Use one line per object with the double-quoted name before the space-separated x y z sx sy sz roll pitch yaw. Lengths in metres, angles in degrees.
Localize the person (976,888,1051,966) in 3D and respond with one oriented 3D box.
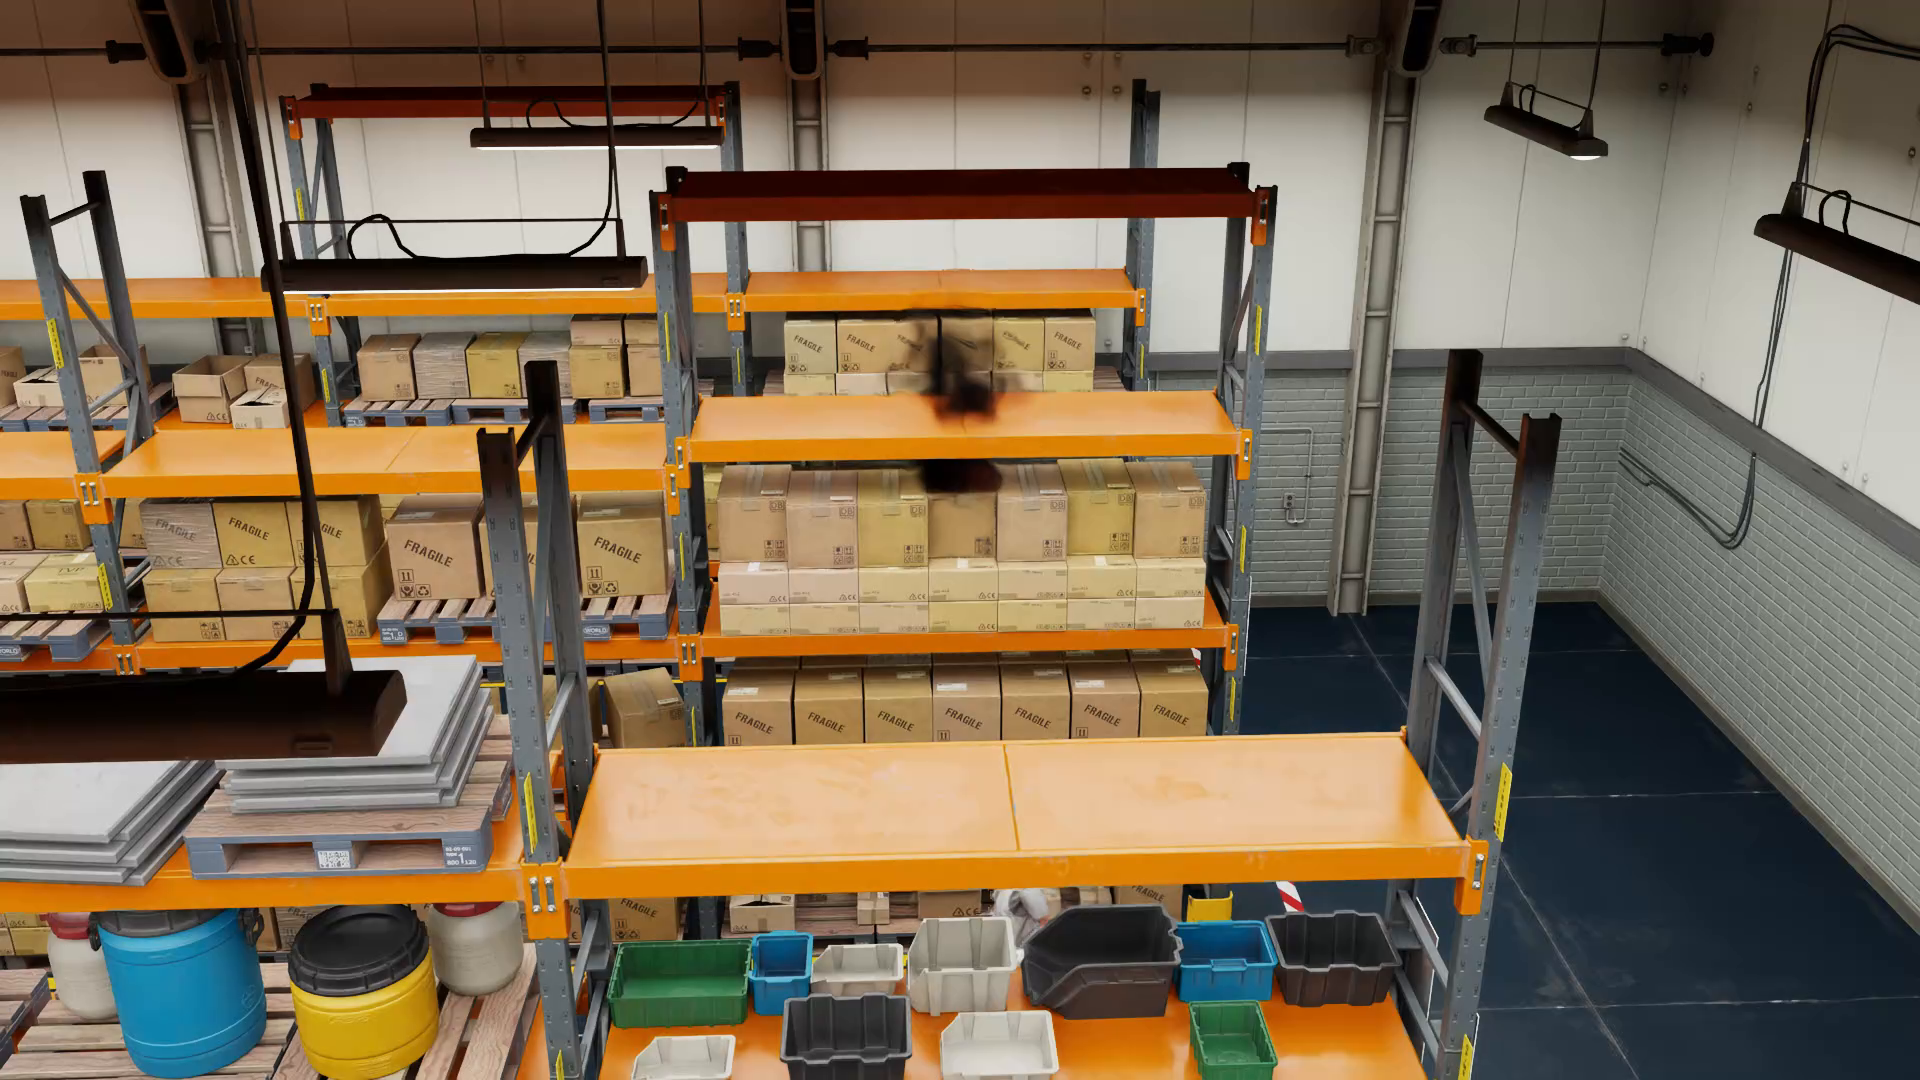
"person" 0.341 2.759 11.348 0.526 1.713 0.678 -3 22 -7
